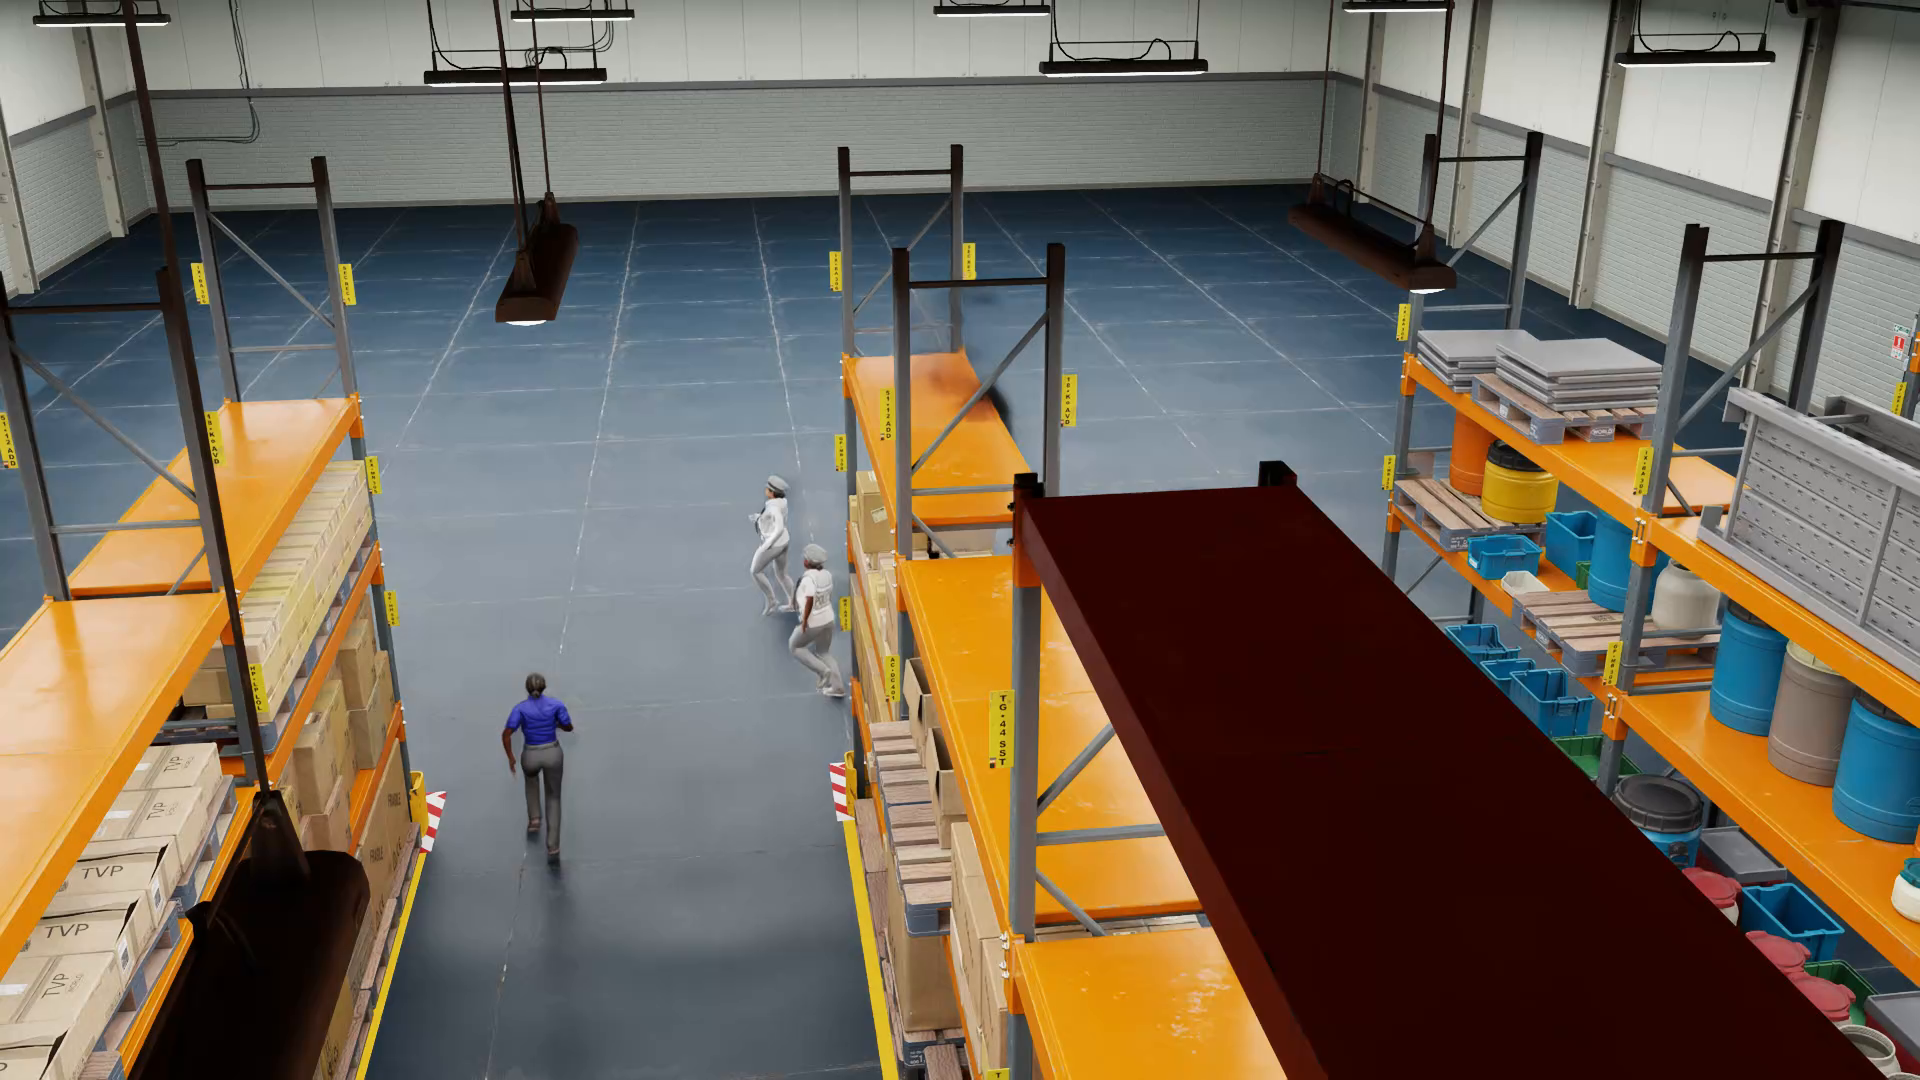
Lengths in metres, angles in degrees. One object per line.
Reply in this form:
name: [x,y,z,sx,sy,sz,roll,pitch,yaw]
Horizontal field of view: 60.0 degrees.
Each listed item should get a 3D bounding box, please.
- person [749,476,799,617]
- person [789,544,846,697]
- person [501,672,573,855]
person: [-2.164,0.083,19.160,0.659,1.728,0.592,8,23,20]
person: [-1.535,0.845,17.259,0.701,1.657,0.601,15,26,34]
person: [-3.660,1.942,14.541,0.594,1.665,0.795,-5,22,-11]
